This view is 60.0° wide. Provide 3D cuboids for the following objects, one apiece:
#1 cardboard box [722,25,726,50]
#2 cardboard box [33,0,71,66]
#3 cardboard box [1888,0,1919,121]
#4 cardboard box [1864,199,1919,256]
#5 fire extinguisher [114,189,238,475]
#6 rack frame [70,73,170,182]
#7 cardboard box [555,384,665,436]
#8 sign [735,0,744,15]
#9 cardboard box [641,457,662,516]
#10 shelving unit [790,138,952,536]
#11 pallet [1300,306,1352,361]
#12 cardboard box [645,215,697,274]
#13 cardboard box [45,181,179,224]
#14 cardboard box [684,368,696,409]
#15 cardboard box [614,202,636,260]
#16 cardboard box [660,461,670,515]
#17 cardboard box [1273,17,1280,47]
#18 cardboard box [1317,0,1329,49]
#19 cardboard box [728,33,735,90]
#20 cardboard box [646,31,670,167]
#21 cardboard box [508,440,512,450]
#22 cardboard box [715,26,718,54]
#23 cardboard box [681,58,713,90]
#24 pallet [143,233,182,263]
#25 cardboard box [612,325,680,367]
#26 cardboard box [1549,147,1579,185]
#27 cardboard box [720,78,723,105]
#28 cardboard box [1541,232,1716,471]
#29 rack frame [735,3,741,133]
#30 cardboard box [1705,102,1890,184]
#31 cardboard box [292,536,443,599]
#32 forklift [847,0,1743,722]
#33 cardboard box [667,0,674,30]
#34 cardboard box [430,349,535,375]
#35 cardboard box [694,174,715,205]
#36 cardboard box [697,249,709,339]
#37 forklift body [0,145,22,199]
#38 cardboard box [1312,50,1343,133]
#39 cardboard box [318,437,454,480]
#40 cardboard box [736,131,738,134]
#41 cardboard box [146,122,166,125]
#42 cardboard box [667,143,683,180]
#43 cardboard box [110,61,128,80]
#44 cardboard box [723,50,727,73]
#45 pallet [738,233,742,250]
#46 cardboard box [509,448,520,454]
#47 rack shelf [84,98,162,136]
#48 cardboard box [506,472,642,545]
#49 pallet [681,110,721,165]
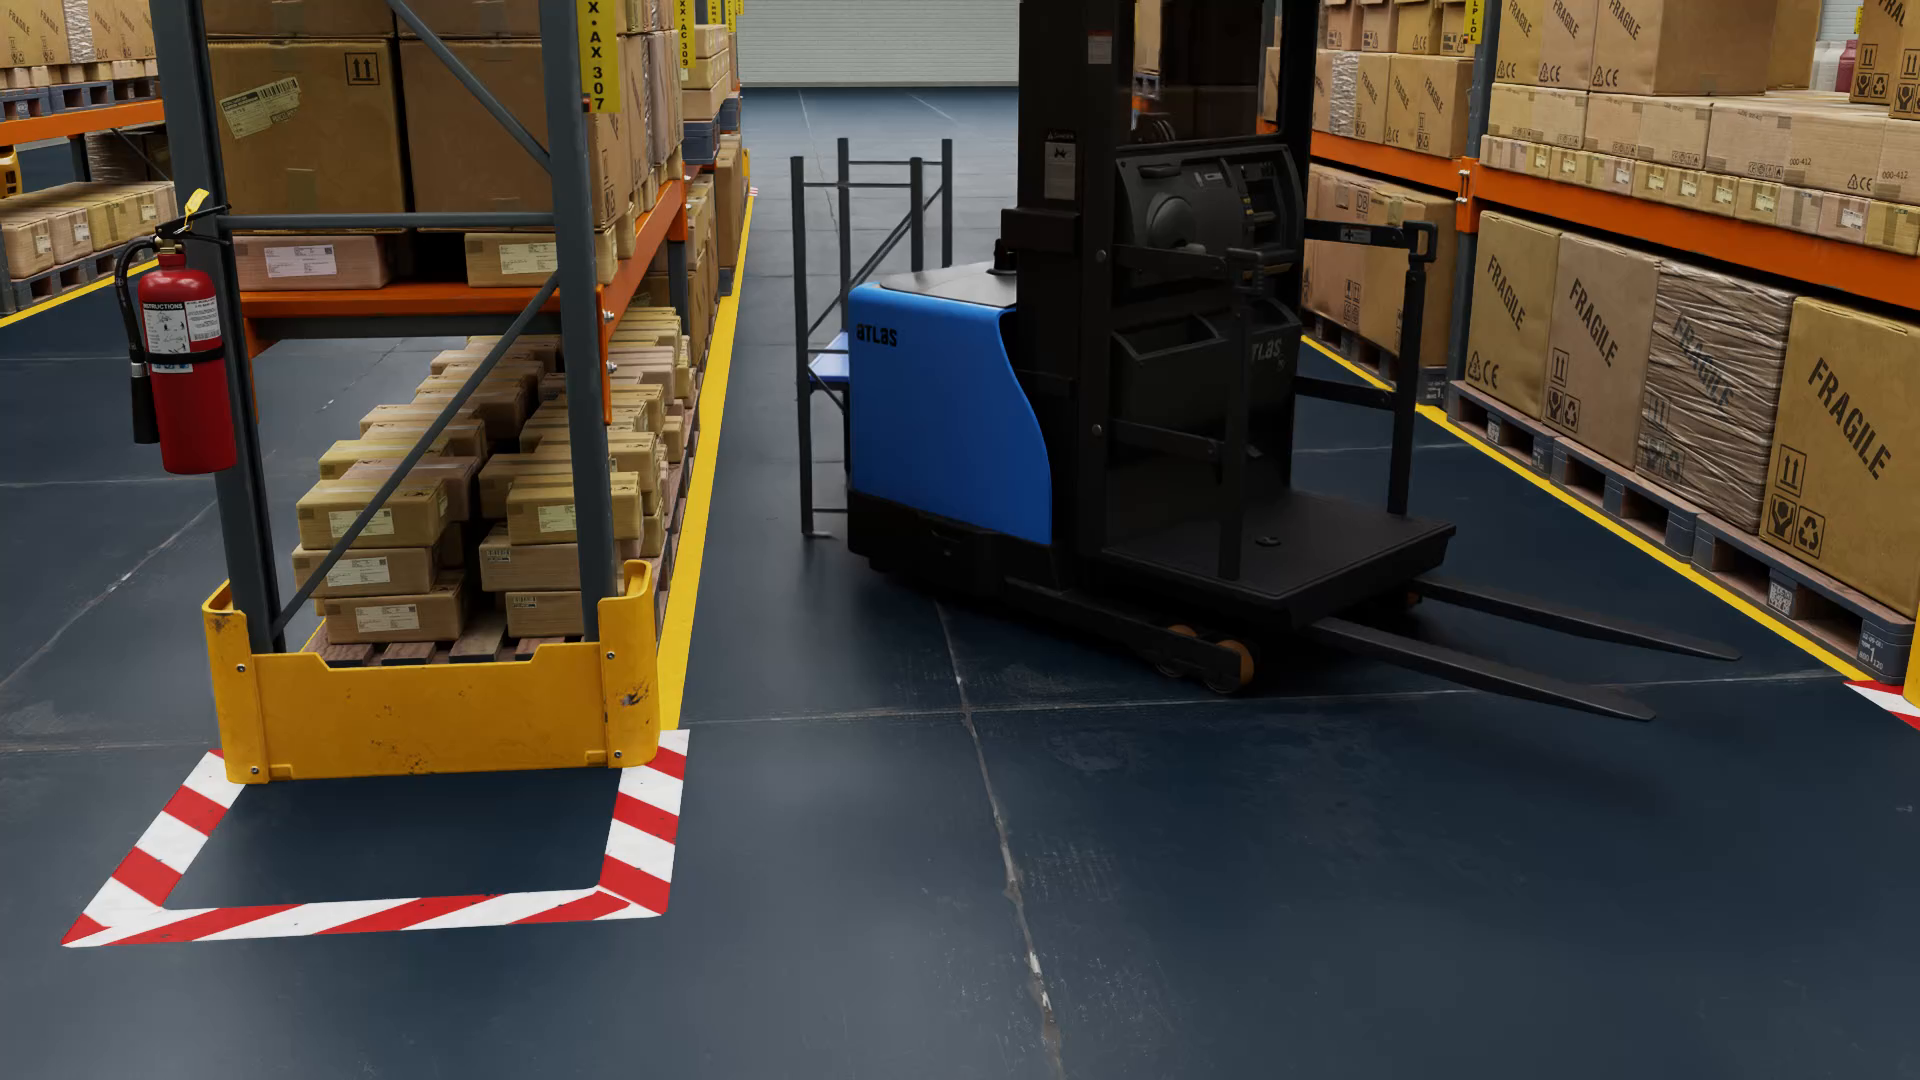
[{"bbox_3d":[-1.686,-3.191,10.559,0.380,0.149,0.250,-1,17,-4],"label":"cardboard box"},{"bbox_3d":[-7.126,-3.852,12.575,0.500,0.500,0.500,-1,17,-5],"label":"cardboard box"},{"bbox_3d":[3.183,-1.496,4.936,0.500,0.500,0.500,-2,17,-5],"label":"cardboard box"},{"bbox_3d":[3.102,-0.984,5.223,0.380,0.149,0.250,-2,18,-5],"label":"cardboard box"},{"bbox_3d":[-1.882,-0.503,4.024,0.296,0.674,0.183,-2,18,-6],"label":"fire extinguisher"},{"bbox_3d":[-7.600,-4.200,15.046,1.000,3.000,0.127,-2,18,-6],"label":"rack frame"},{"bbox_3d":[-1.321,-0.490,6.294,0.380,0.149,0.250,-2,17,-5],"label":"cardboard box"},{"bbox_3d":[-2.558,-6.253,19.257,0.100,0.325,0.005,-2,18,-6],"label":"sign"},{"bbox_3d":[-1.252,-0.187,5.827,0.380,0.149,0.250,-1,17,-4],"label":"cardboard box"},{"bbox_3d":[-0.338,-0.883,6.985,0.538,1.500,1.048,2,18,6],"label":"shelving unit"},{"bbox_3d":[2.799,-1.384,10.733,1.003,0.211,1.213,-2,18,-6],"label":"pallet"},{"bbox_3d":[-1.675,-1.593,8.964,0.500,0.250,0.500,-3,18,-8],"label":"cardboard box"},{"bbox_3d":[-7.544,-2.990,14.880,0.950,0.372,0.625,-2,17,-5],"label":"cardboard box"},{"bbox_3d":[-1.483,-0.733,8.063,0.380,0.149,0.250,-2,17,-5],"label":"cardboard box"},{"bbox_3d":[-1.199,-0.951,5.117,0.380,0.149,0.250,-2,18,-7],"label":"cardboard box"},{"bbox_3d":[-1.303,-0.192,6.341,0.380,0.149,0.250,-3,18,-8],"label":"cardboard box"},{"bbox_3d":[2.574,-3.722,12.656,0.500,0.500,0.500,-4,18,-12],"label":"cardboard box"},{"bbox_3d":[2.729,-3.622,11.365,0.797,0.503,0.637,-1,17,-4],"label":"cardboard box"},{"bbox_3d":[-2.755,-4.892,17.000,0.875,0.550,0.550,-2,18,-6],"label":"cardboard box"},{"bbox_3d":[-1.429,-1.751,6.582,0.500,0.500,0.500,-2,18,-6],"label":"cardboard box"},{"bbox_3d":[-1.973,-0.405,6.521,0.380,0.149,0.250,-2,18,-5],"label":"cardboard box"},{"bbox_3d":[-1.554,-2.805,9.330,0.380,0.149,0.250,-2,18,-6],"label":"cardboard box"},{"bbox_3d":[-1.445,-2.353,8.387,0.380,0.149,0.250,-1,17,-5],"label":"cardboard box"},{"bbox_3d":[-7.518,-2.637,14.725,1.003,0.211,1.213,-2,18,-6],"label":"pallet"},{"bbox_3d":[-1.468,-0.876,7.526,0.380,0.149,0.250,-2,18,-6],"label":"cardboard box"},{"bbox_3d":[2.865,-1.669,7.405,0.380,0.149,0.250,-2,18,-7],"label":"cardboard box"},{"bbox_3d":[-1.608,-2.675,9.909,0.380,0.149,0.250,-3,18,-8],"label":"cardboard box"},{"bbox_3d":[3.163,-0.842,7.197,0.875,0.875,0.875,-2,18,-6],"label":"cardboard box"},{"bbox_3d":[-3.100,-5.574,19.425,1.000,3.000,0.127,-2,18,-6],"label":"rack frame"},{"bbox_3d":[3.076,-1.440,6.010,0.500,0.250,0.500,-2,18,-8],"label":"cardboard box"},{"bbox_3d":[-1.788,0.062,5.034,0.380,0.149,0.250,-2,18,-7],"label":"cardboard box"},{"bbox_3d":[0.978,-1.096,5.275,3.031,2.935,1.130,16,24,42],"label":"forklift"},{"bbox_3d":[-1.544,-2.534,7.409,0.500,0.500,0.500,-2,18,-8],"label":"cardboard box"},{"bbox_3d":[-1.993,-0.701,6.968,0.380,0.149,0.250,-1,17,-4],"label":"cardboard box"},{"bbox_3d":[-1.943,-2.361,11.409,0.500,0.250,0.500,-2,18,-7],"label":"cardboard box"},{"bbox_3d":[-1.731,-1.393,9.578,0.500,0.500,0.500,-1,17,-3],"label":"cardboard box"},{"bbox_3d":[-10.939,-4.323,16.858,2.313,2.155,1.214,-2,18,-6],"label":"forklift body"},{"bbox_3d":[2.561,-2.903,10.748,0.500,0.500,0.500,-2,18,-7],"label":"cardboard box"},{"bbox_3d":[-1.878,-0.231,5.471,0.380,0.149,0.250,-2,18,-7],"label":"cardboard box"},{"bbox_3d":[-2.871,-4.299,18.209,0.875,0.875,0.875,-2,18,-7],"label":"cardboard box"},{"bbox_3d":[-8.100,-4.076,17.291,0.500,0.500,0.500,-1,17,-5],"label":"cardboard box"},{"bbox_3d":[-1.465,-1.728,7.593,0.380,0.149,0.250,-2,18,-7],"label":"cardboard box"},{"bbox_3d":[-7.171,-3.905,13.825,0.380,0.149,0.250,-2,18,-5],"label":"cardboard box"},{"bbox_3d":[-1.686,-3.048,10.600,0.380,0.149,0.250,-2,18,-6],"label":"cardboard box"},{"bbox_3d":[-2.532,-2.825,15.322,1.003,0.211,1.213,-2,18,-6],"label":"pallet"},{"bbox_3d":[-1.867,-0.260,6.555,0.380,0.149,0.250,-1,17,-4],"label":"cardboard box"},{"bbox_3d":[-7.806,-4.452,17.052,1.077,0.370,4.000,-2,18,-6],"label":"rack shelf"},{"bbox_3d":[-1.165,-0.098,5.047,0.380,0.149,0.250,-3,18,-8],"label":"cardboard box"},{"bbox_3d":[-1.796,-2.140,8.806,1.003,0.211,1.213,-2,18,-6],"label":"pallet"}]
